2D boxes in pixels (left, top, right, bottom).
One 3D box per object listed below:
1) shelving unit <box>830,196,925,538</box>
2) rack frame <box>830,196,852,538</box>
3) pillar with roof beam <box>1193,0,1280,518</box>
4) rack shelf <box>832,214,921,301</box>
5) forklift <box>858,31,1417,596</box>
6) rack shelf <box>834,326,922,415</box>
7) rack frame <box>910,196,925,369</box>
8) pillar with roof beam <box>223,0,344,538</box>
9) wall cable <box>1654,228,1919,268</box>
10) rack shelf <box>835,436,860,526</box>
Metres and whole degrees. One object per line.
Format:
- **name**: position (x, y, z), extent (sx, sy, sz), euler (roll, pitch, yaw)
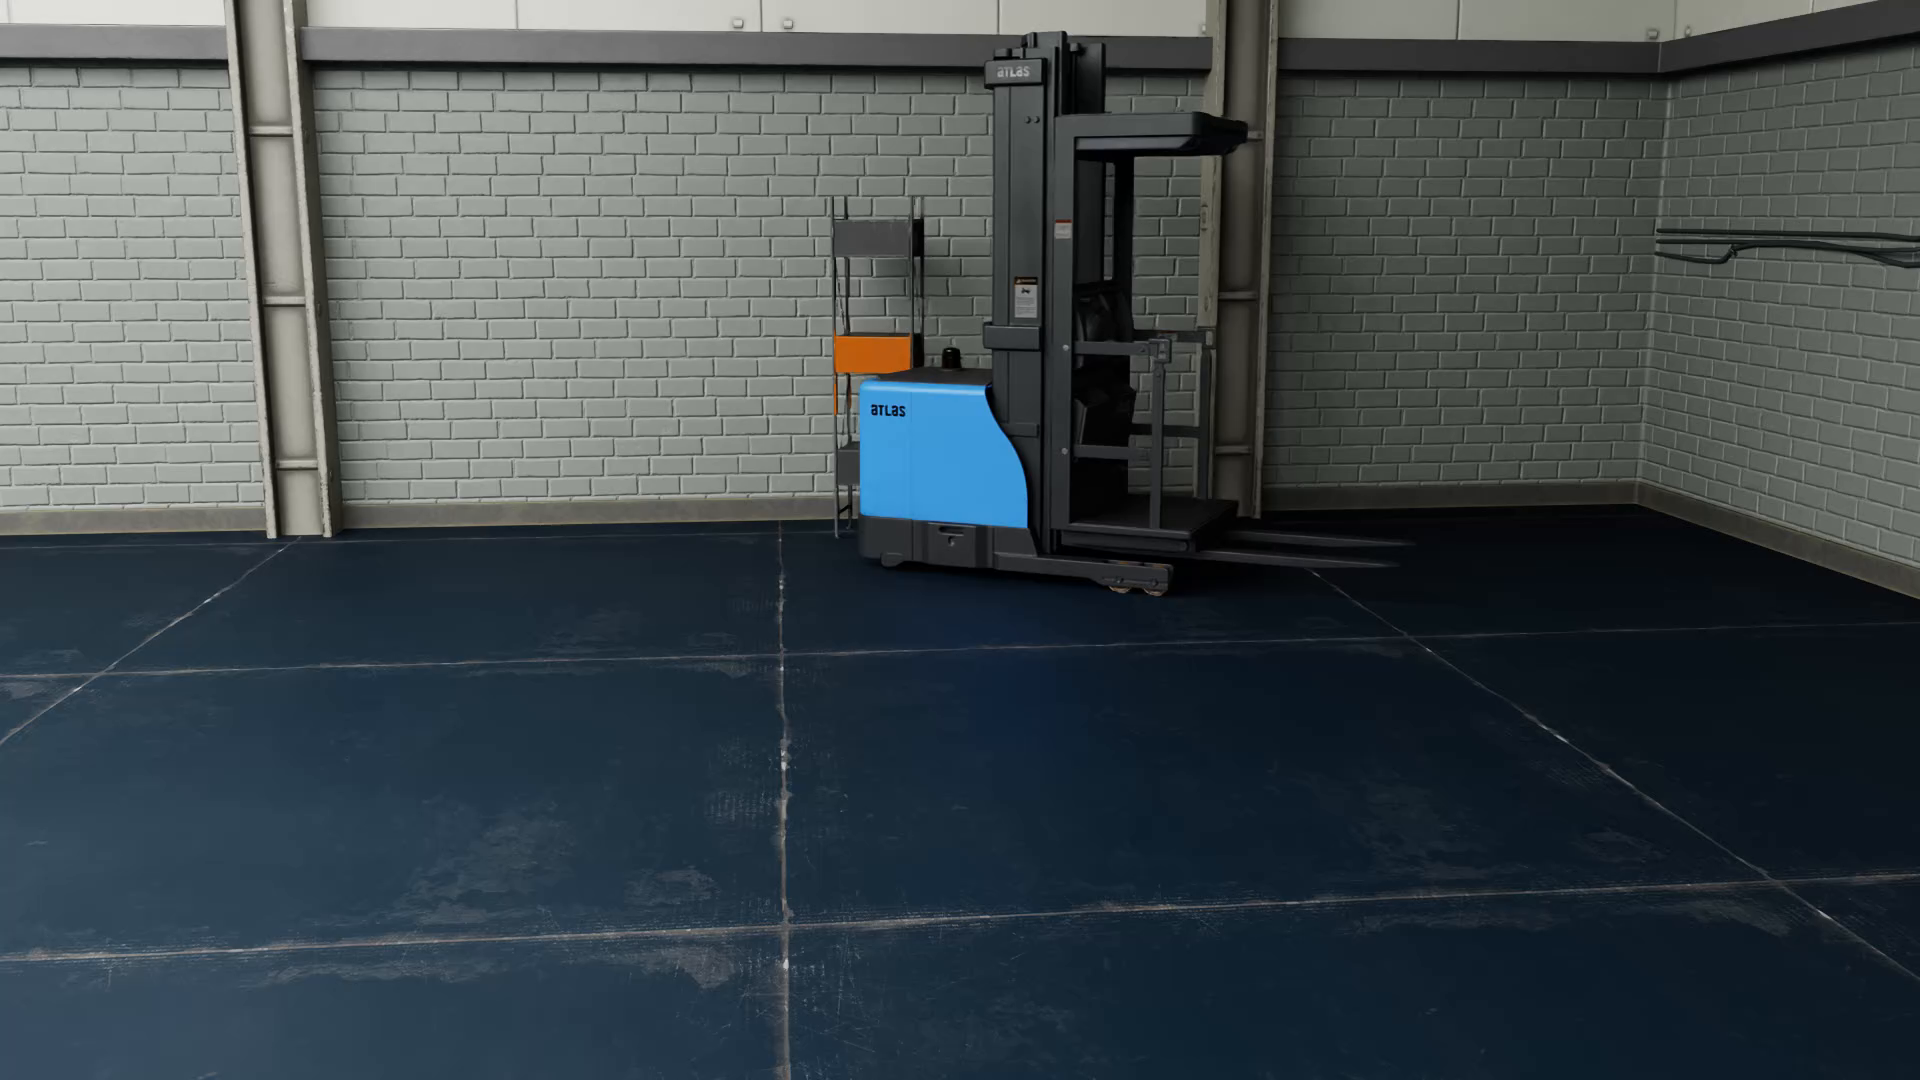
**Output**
- **shelving unit**: position (-0.502, -1.072, 10.377), extent (0.503, 2.100, 0.431), euler (2, 11, 9)
- **rack frame**: position (-0.743, -1.080, 10.416), extent (0.015, 2.100, 0.400), euler (2, 11, 9)
- **pillar with roof beam**: position (2.265, -3.760, 6.167), extent (0.400, 9.000, 9.100), euler (-1, 11, -6)
- **rack shelf**: position (-0.502, -1.745, 10.245), extent (0.480, 0.518, 0.431), euler (2, 11, 9)
- **forklift**: position (0.982, -1.256, 9.157), extent (3.031, 2.935, 1.130), euler (5, 12, 22)
- **rack shelf**: position (-0.502, -1.058, 10.380), extent (0.480, 0.518, 0.431), euler (2, 11, 9)
- **rack frame**: position (-0.262, -1.064, 10.338), extent (0.015, 2.100, 0.400), euler (2, 11, 9)
- **pillar with roof beam**: position (-3.700, -3.635, 5.531), extent (0.400, 9.000, 9.100), euler (-1, 11, -6)
- **wall cable**: position (4.872, -2.870, 9.688), extent (0.112, 2.526, 3.097), euler (-1, 11, -6)
- **rack shelf**: position (-0.502, -0.372, 10.515), extent (0.480, 0.518, 0.431), euler (2, 11, 9)
